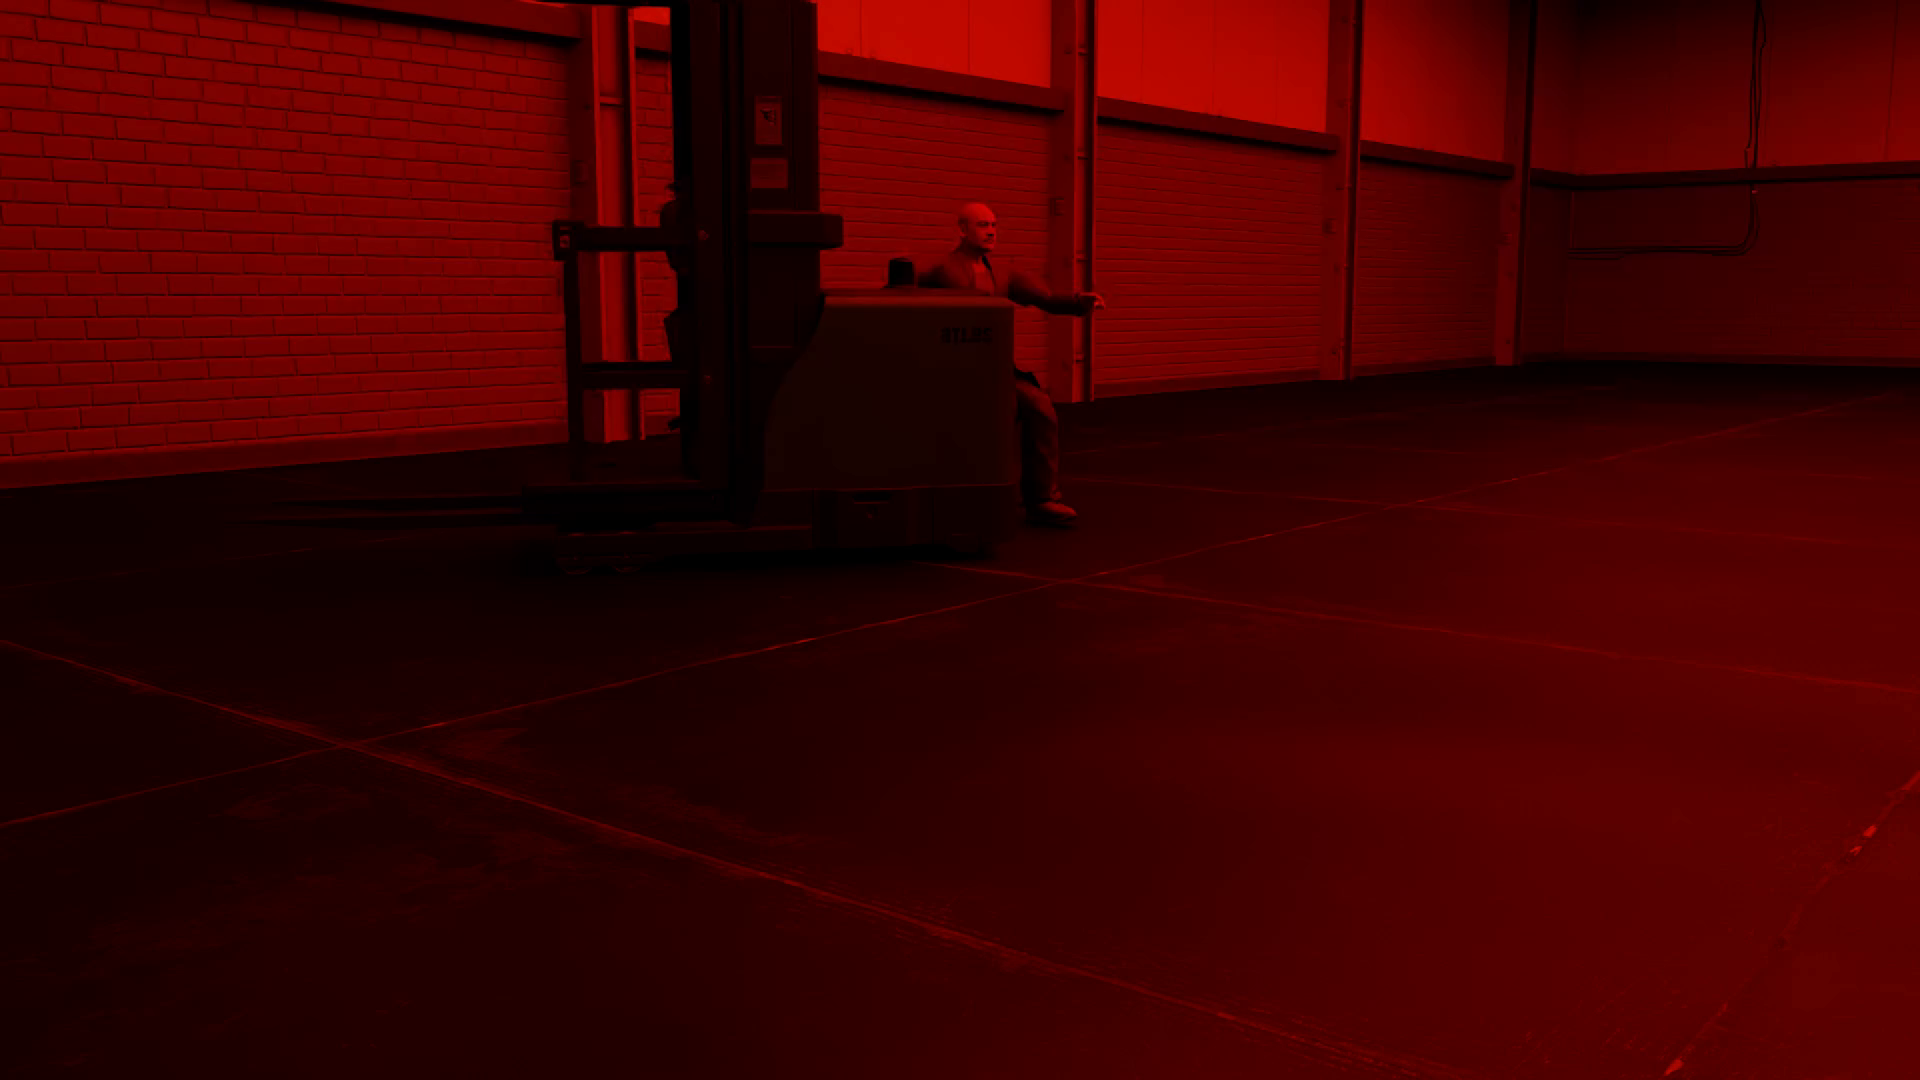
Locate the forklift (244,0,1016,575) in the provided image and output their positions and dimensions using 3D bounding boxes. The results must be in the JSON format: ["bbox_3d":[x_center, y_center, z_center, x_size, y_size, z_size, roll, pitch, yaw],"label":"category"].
[{"bbox_3d":[-1.339,-1.398,6.833,3.031,2.935,1.130,-2,9,-13],"label":"forklift"}]

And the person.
[{"bbox_3d":[0.212,-0.794,7.956,1.017,1.424,0.903,-8,12,-44],"label":"person"}]
